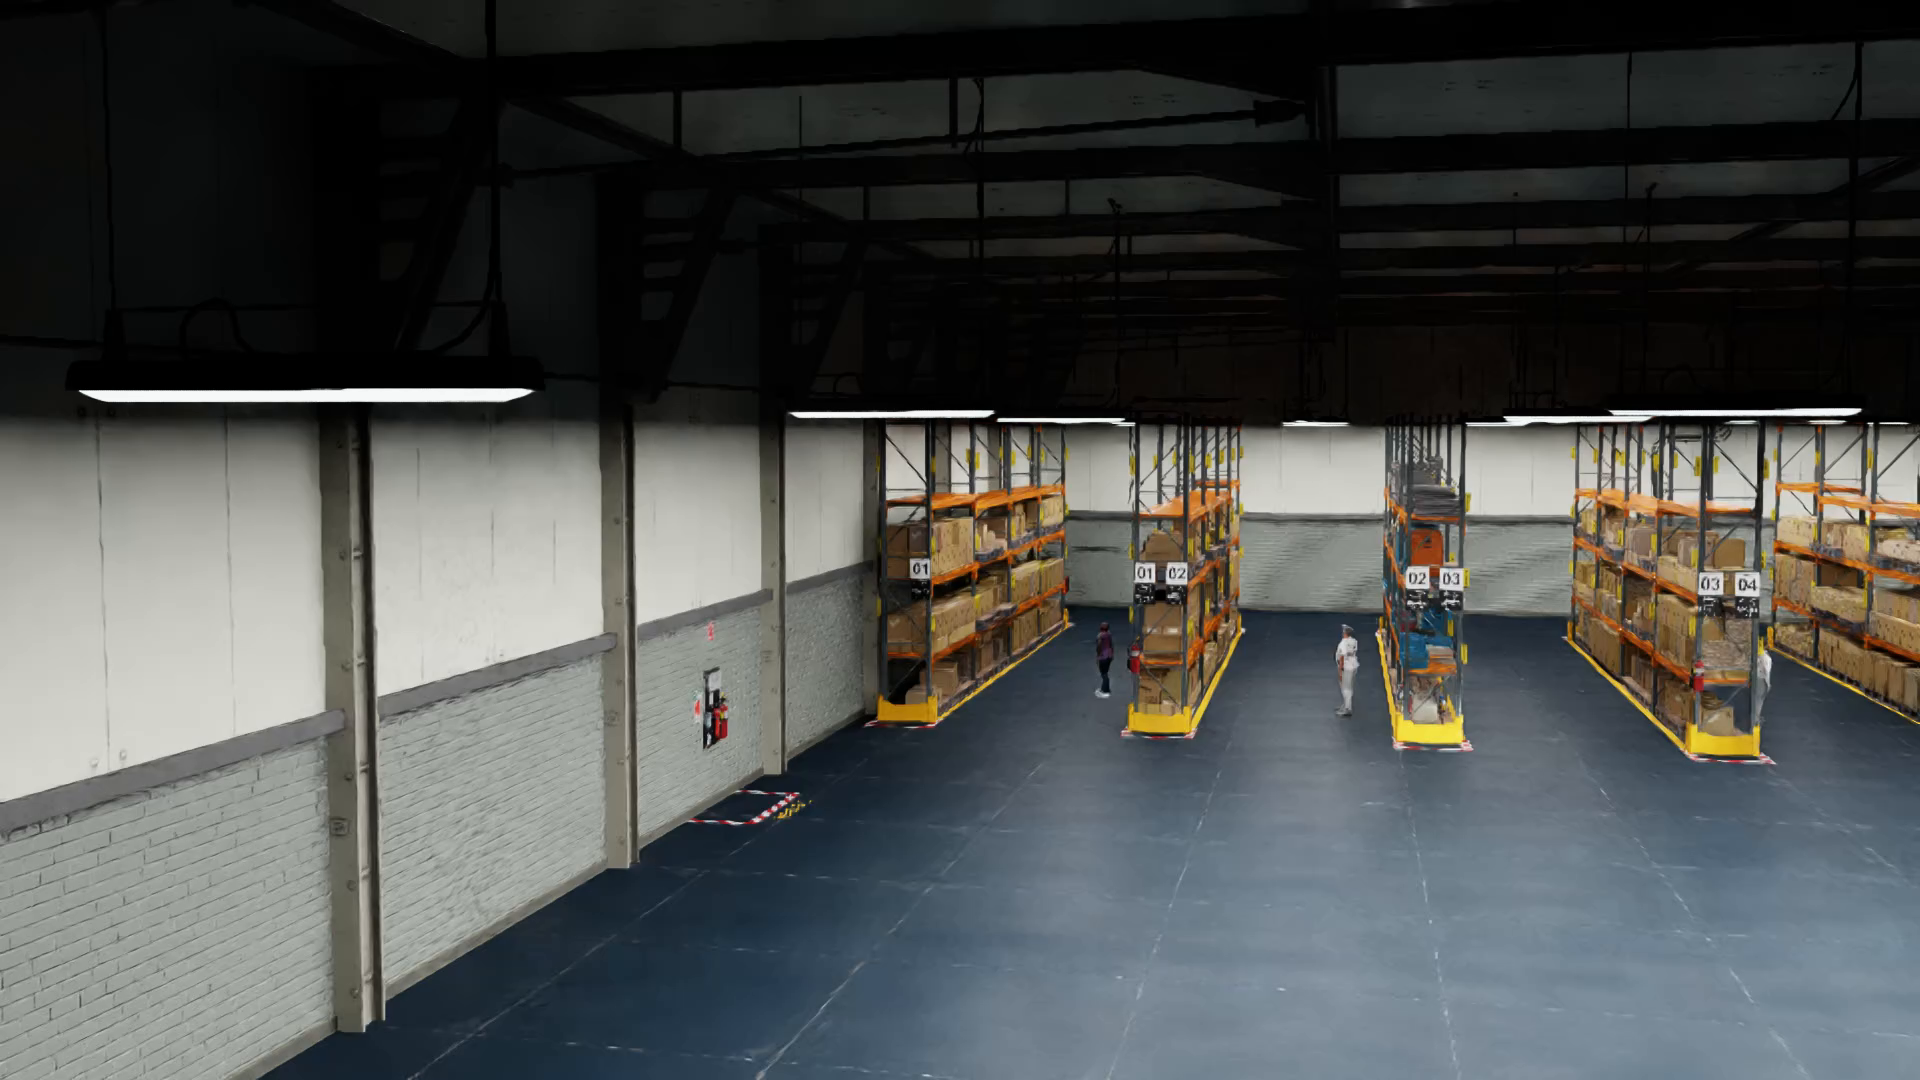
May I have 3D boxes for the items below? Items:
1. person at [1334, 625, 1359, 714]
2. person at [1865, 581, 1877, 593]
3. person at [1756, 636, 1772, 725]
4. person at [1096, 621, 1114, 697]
[{"bbox_3d":[7.692,2.585,33.267,0.501,1.758,0.588,4,5,43],"label":"person"},{"bbox_3d":[23.533,1.886,42.957,0.437,1.730,0.667,2,5,32],"label":"person"},{"bbox_3d":[15.467,2.693,32.120,0.360,1.686,0.610,0,4,1],"label":"person"},{"bbox_3d":[3.059,2.513,35.492,0.598,1.594,0.550,-4,5,-45],"label":"person"}]
